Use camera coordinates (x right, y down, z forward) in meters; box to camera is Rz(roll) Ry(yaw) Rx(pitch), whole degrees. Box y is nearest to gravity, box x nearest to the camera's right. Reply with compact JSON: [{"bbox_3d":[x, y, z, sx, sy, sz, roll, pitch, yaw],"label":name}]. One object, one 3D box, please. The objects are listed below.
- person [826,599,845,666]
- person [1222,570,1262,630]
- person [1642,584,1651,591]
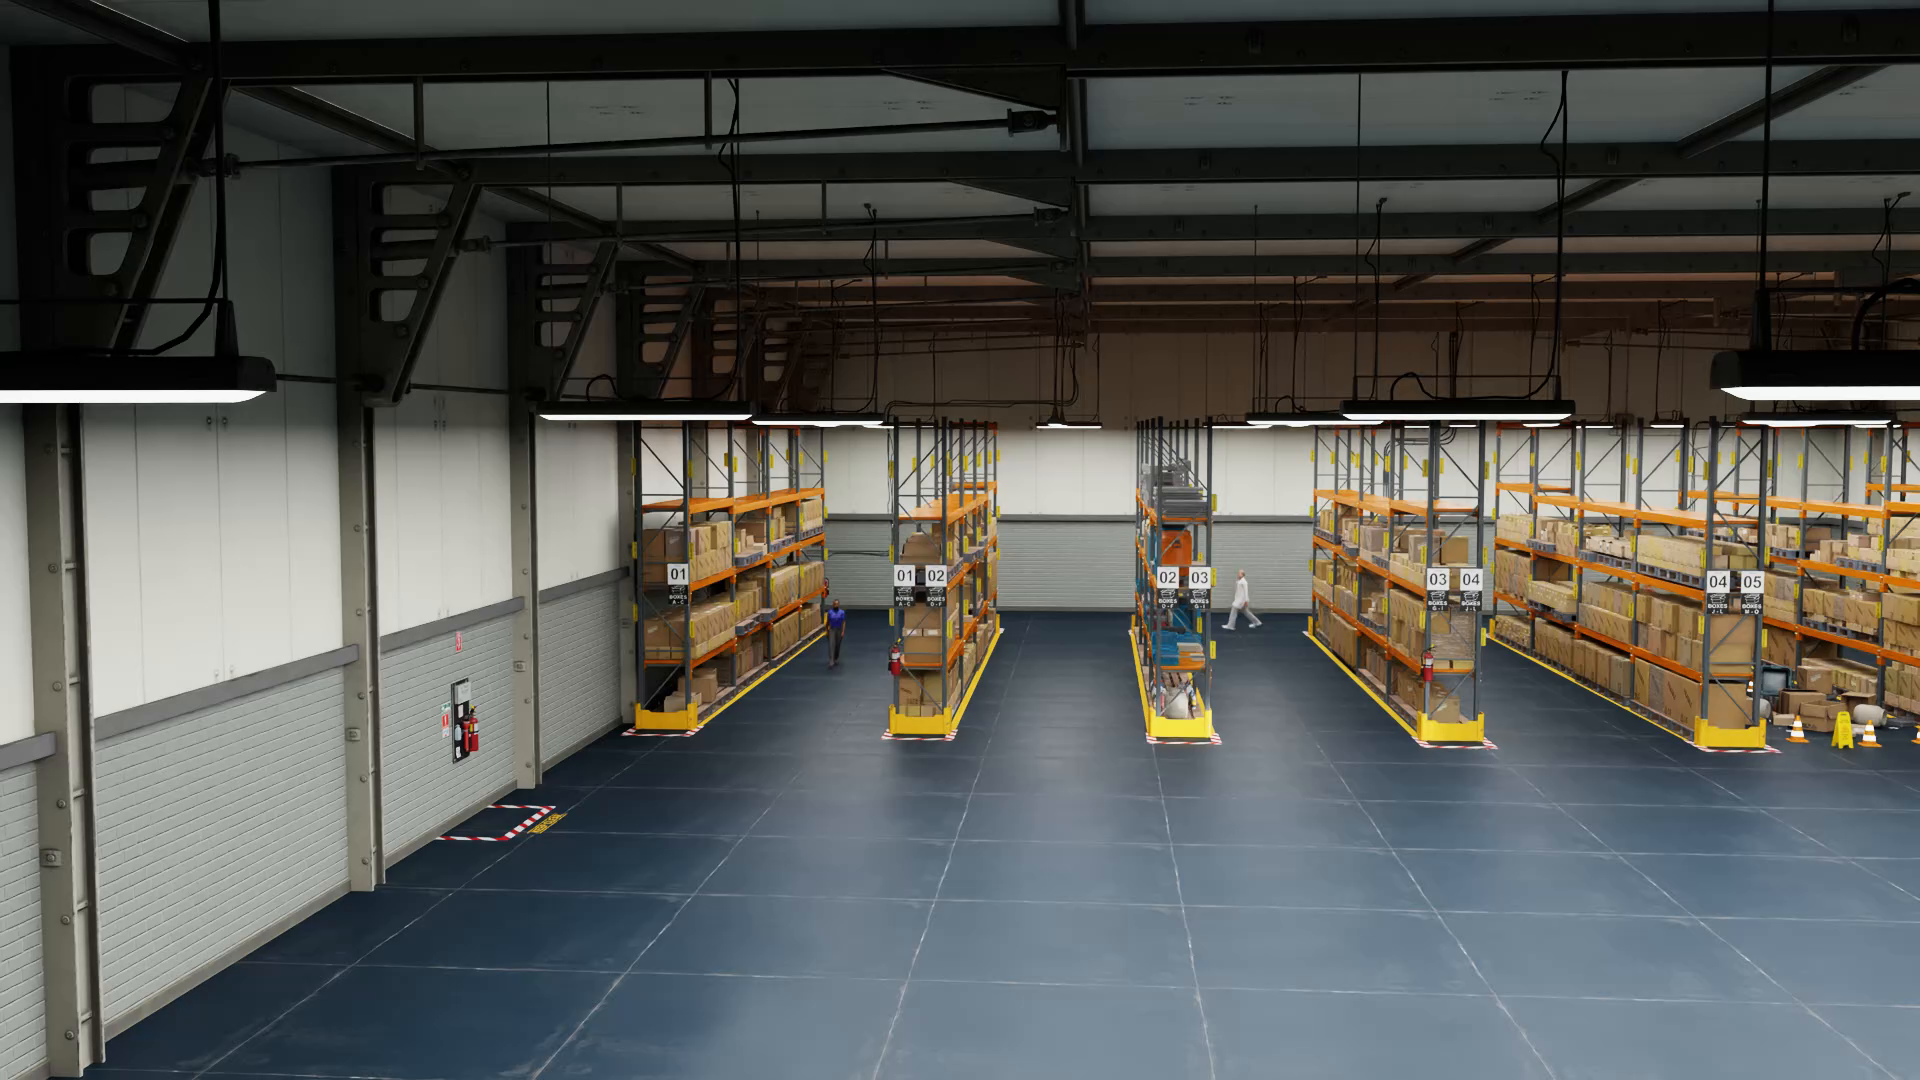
[{"bbox_3d":[-3.038,2.248,40.553,0.500,1.607,0.961,-1,4,-17],"label":"person"},{"bbox_3d":[8.124,1.723,47.897,1.144,1.732,0.549,0,4,7],"label":"person"},{"bbox_3d":[18.351,1.956,44.480,0.494,1.670,0.974,-2,4,-28],"label":"person"}]
